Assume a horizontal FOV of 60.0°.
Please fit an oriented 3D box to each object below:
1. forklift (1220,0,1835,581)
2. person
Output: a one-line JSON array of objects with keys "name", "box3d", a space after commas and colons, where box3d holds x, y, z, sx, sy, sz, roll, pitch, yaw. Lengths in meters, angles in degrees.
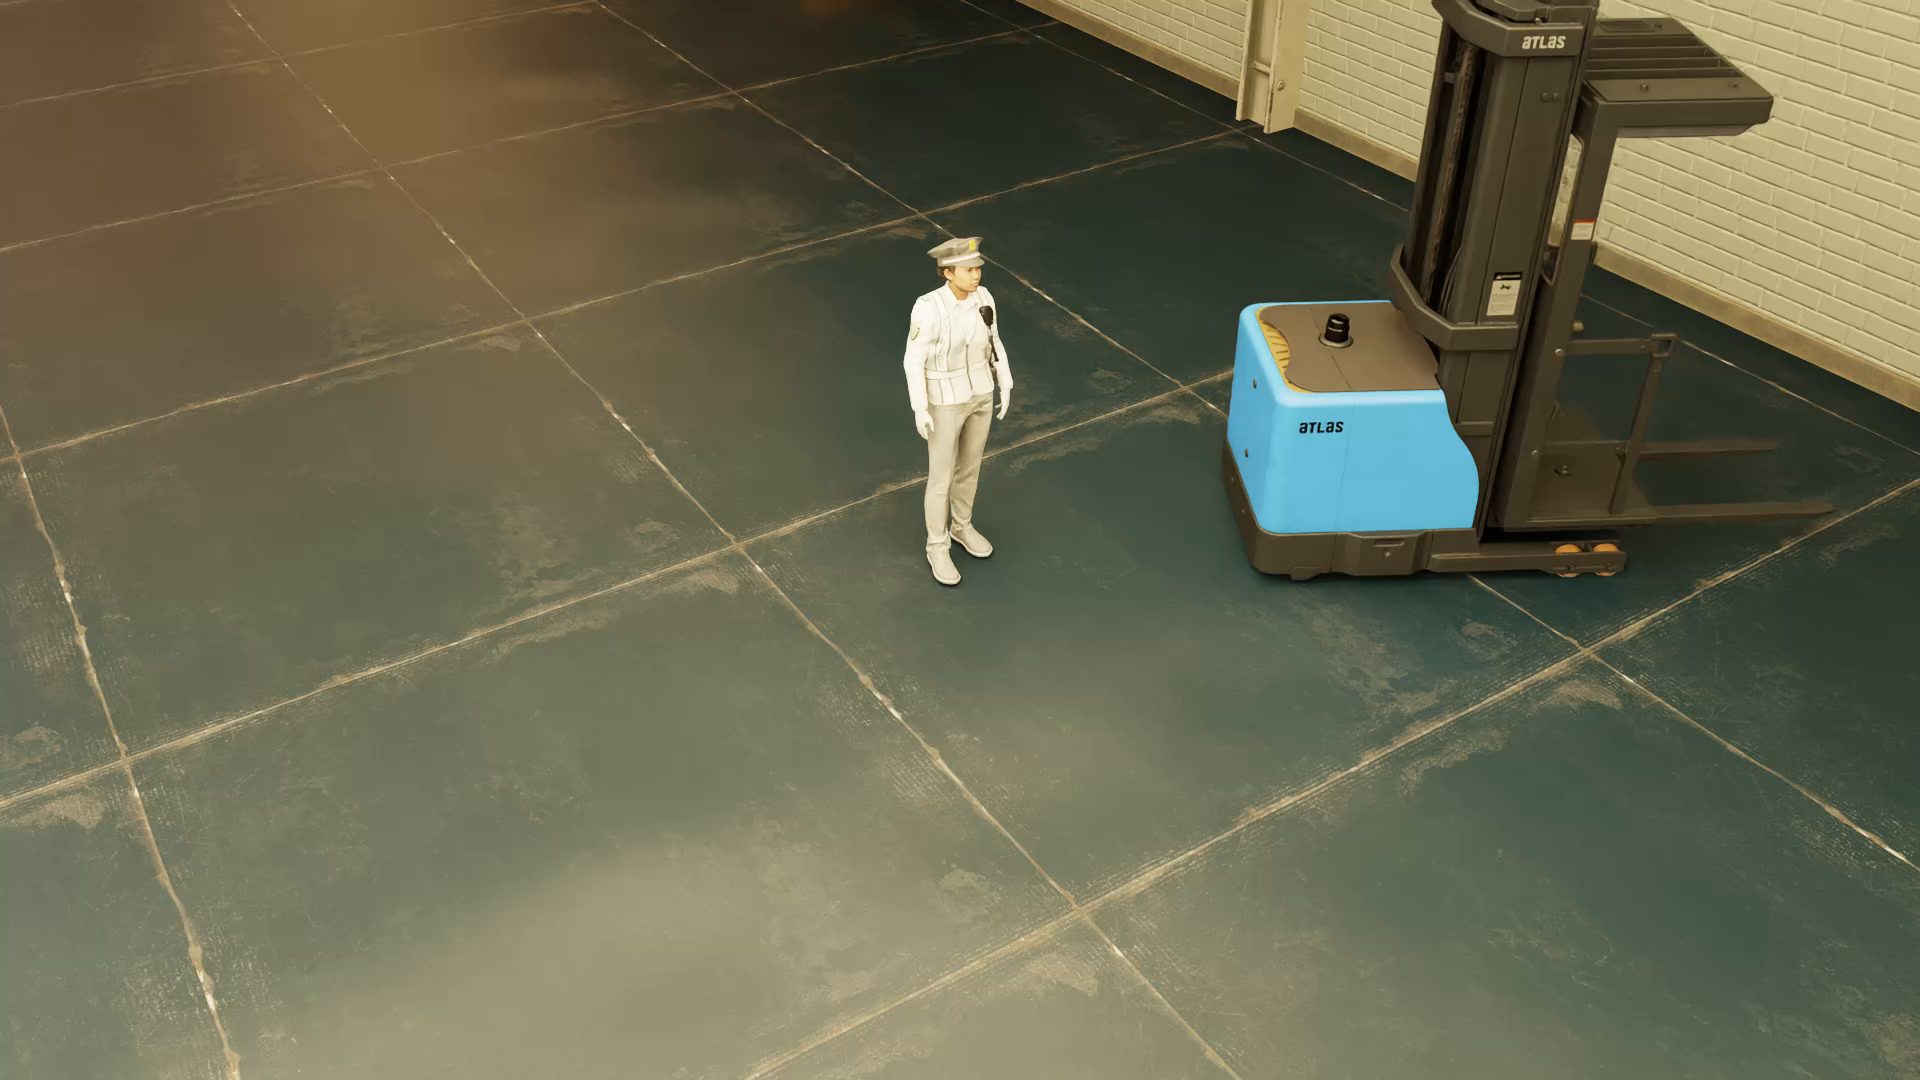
[{"name": "forklift", "box3d": [2.961, -1.313, 8.016, 3.031, 2.935, 1.130, -2, 35, -3]}, {"name": "person", "box3d": [0.031, -0.665, 8.157, 0.588, 1.696, 0.533, -21, 40, -27]}]
